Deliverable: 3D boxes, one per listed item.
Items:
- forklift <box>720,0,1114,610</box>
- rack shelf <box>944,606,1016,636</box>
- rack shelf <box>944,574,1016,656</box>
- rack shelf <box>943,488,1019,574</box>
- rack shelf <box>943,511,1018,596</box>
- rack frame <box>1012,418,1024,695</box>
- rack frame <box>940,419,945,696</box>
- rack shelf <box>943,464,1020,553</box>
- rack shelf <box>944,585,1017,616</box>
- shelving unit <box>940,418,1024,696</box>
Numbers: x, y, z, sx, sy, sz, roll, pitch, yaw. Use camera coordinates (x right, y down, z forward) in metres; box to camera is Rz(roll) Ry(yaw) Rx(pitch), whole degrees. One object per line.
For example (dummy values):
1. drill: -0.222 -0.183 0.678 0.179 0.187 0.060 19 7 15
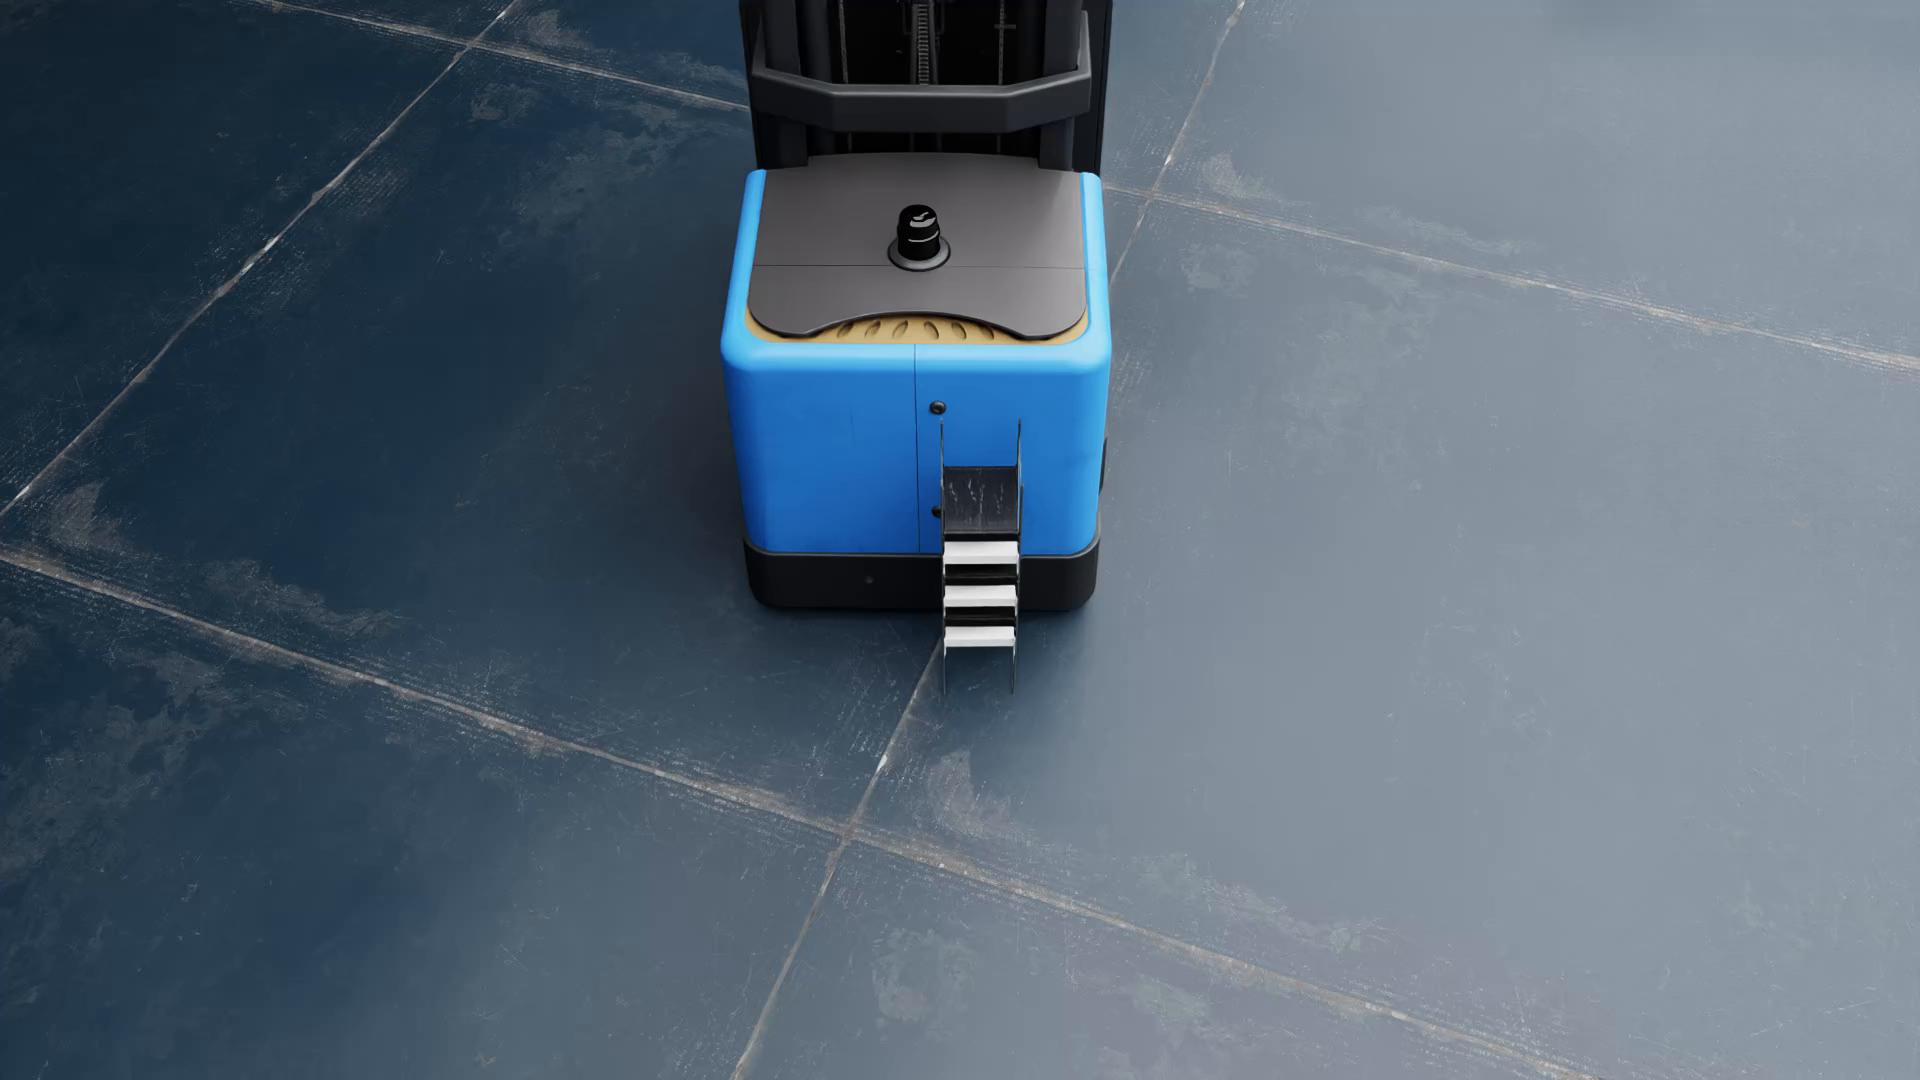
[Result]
1. forklift: -0.095 -1.852 4.915 1.130 2.935 3.031 1 49 1
2. rack shelf: 0.054 0.150 4.688 0.200 0.077 0.258 0 49 0
3. rack shelf: 0.054 0.209 4.756 0.200 0.077 0.258 0 49 0
4. rack shelf: 0.054 -0.027 4.484 0.200 0.077 0.258 0 49 0
5. rack shelf: 0.054 0.032 4.552 0.200 0.077 0.258 0 49 0
6. rack frame: 0.156 0.068 4.595 0.006 0.900 0.240 0 49 0
7. rack frame: -0.047 0.070 4.594 0.006 0.900 0.240 0 49 0
8. rack shelf: 0.054 -0.086 4.416 0.200 0.077 0.258 0 49 0
9. rack shelf: 0.054 0.091 4.620 0.200 0.077 0.258 0 49 0
10. shelving unit: 0.054 0.069 4.595 0.210 0.900 0.258 0 49 0
